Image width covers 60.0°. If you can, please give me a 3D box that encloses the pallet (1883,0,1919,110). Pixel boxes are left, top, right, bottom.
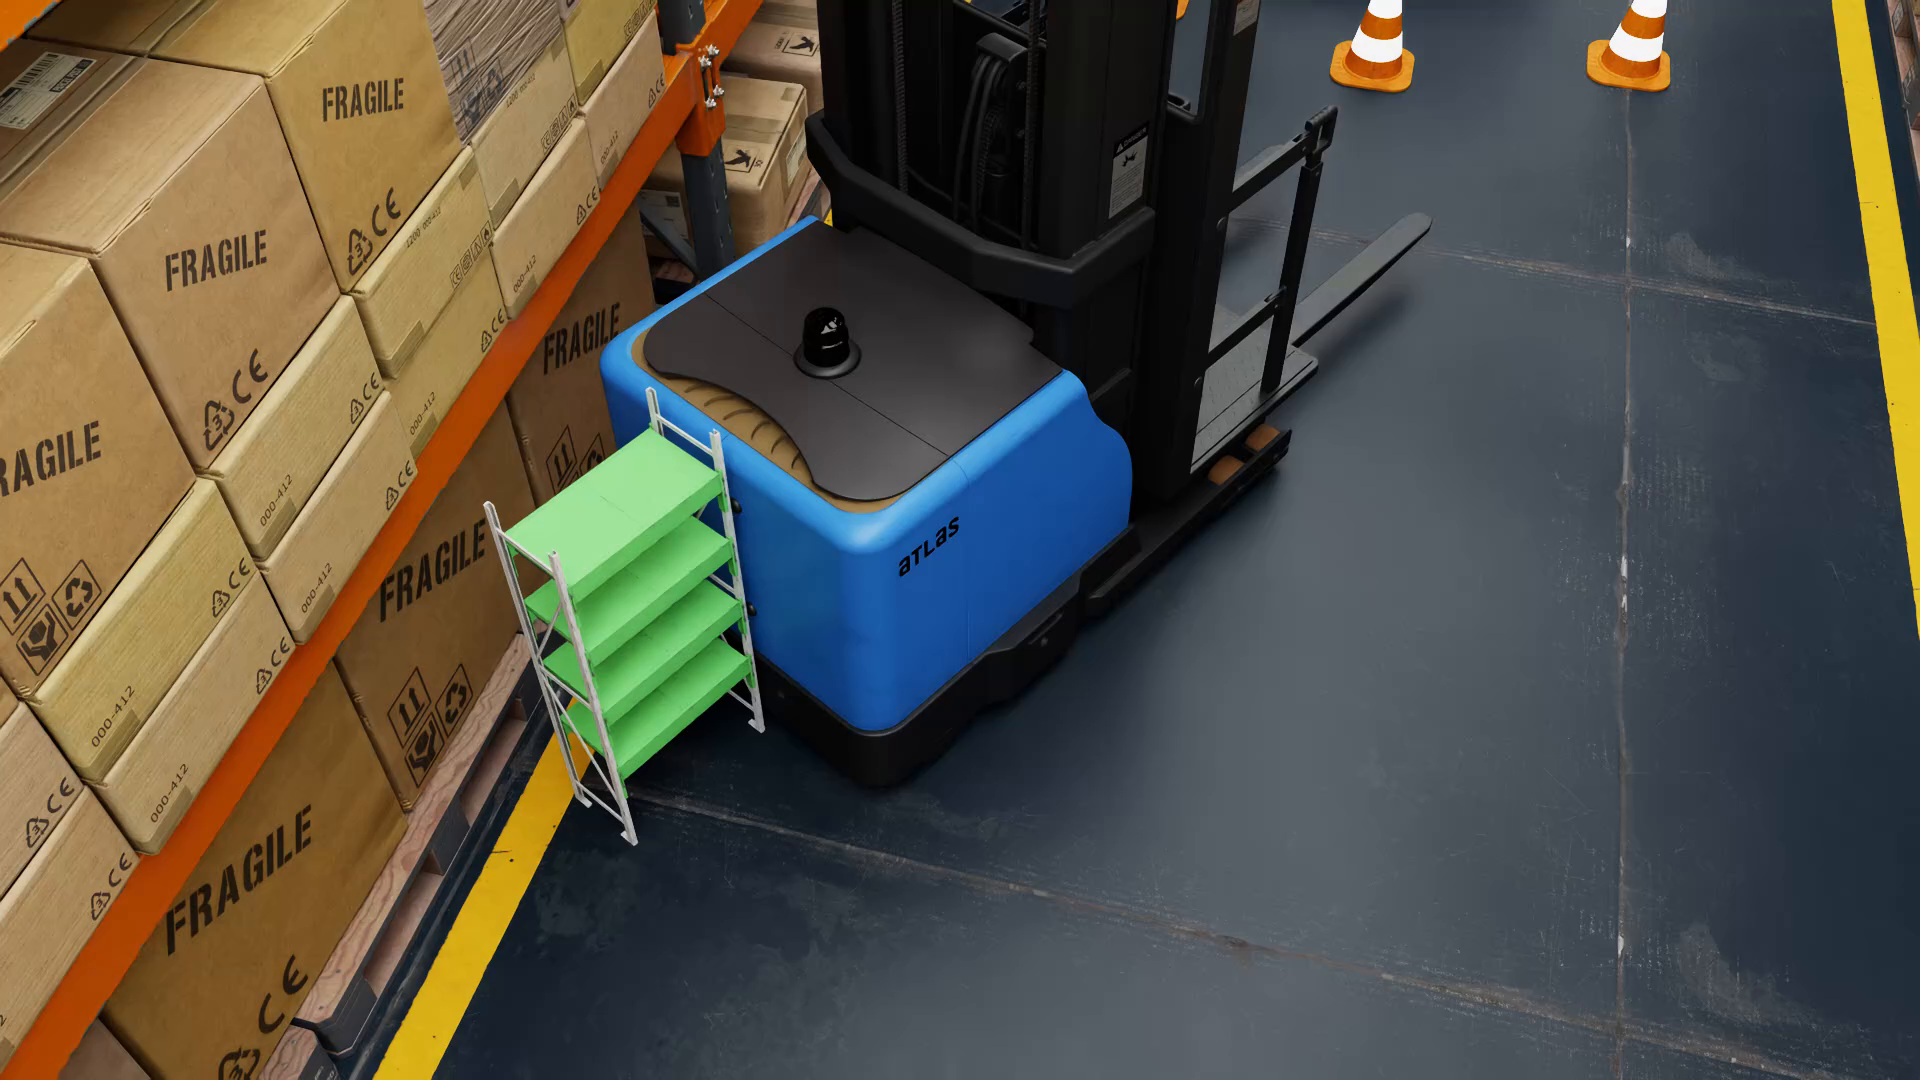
[{"bbox_3d":[4.494,-2.163,7.018,1.003,0.211,1.213,12,50,10],"label":"pallet"}]

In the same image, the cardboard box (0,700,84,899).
[{"bbox_3d":[-1.785,0.463,2.607,0.500,0.250,0.500,12,50,11],"label":"cardboard box"}]

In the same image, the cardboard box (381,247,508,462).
[{"bbox_3d":[-1.380,-0.469,3.763,0.500,0.250,0.500,11,50,10],"label":"cardboard box"}]

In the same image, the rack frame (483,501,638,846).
[{"bbox_3d":[-0.971,0.372,4.121,0.240,1.200,0.015,33,56,25],"label":"rack frame"}]

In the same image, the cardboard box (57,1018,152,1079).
[{"bbox_3d":[-2.197,1.324,3.218,0.875,0.875,0.875,13,50,11],"label":"cardboard box"}]

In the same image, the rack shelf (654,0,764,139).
[{"bbox_3d":[-0.704,-2.878,6.269,1.077,0.370,4.000,12,50,10],"label":"rack shelf"}]

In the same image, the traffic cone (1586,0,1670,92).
[{"bbox_3d":[2.815,-2.147,6.837,0.336,0.463,0.334,12,50,10],"label":"traffic cone"}]

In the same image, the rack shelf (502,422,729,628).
[{"bbox_3d":[-0.813,-0.042,3.932,0.258,0.148,0.480,33,56,25],"label":"rack shelf"}]

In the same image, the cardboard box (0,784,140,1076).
[{"bbox_3d":[-1.778,0.633,2.791,0.500,0.250,0.500,10,49,9],"label":"cardboard box"}]

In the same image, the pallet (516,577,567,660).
[{"bbox_3d":[-1.510,-0.191,5.278,1.003,0.211,1.213,12,50,10],"label":"pallet"}]

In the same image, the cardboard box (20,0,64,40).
[{"bbox_3d":[-1.868,-0.993,3.392,0.500,0.500,0.500,13,50,11],"label":"cardboard box"}]

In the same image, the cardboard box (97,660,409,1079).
[{"bbox_3d":[-1.967,0.669,3.796,0.875,0.875,0.875,13,50,11],"label":"cardboard box"}]

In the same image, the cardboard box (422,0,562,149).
[{"bbox_3d":[-1.241,-1.235,3.606,0.500,0.500,0.500,12,50,11],"label":"cardboard box"}]

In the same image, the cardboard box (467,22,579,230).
[{"bbox_3d":[-1.244,-1.013,3.910,0.500,0.250,0.500,10,49,9],"label":"cardboard box"}]

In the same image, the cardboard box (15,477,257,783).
[{"bbox_3d":[-1.626,0.103,2.925,0.500,0.250,0.500,12,50,11],"label":"cardboard box"}]

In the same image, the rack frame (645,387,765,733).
[{"bbox_3d":[-0.655,0.094,4.367,0.240,1.200,0.015,33,56,25],"label":"rack frame"}]

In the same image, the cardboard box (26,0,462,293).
[{"bbox_3d":[-1.378,-0.877,3.290,0.500,0.500,0.500,12,50,10],"label":"cardboard box"}]

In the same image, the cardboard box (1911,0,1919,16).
[{"bbox_3d":[4.548,-2.587,6.753,1.050,0.750,0.750,11,50,10],"label":"cardboard box"}]

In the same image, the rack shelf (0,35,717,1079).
[{"bbox_3d":[-1.757,0.015,3.716,1.077,0.370,4.000,12,50,10],"label":"rack shelf"}]

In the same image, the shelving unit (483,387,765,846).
[{"bbox_3d":[-0.813,0.233,4.244,0.258,1.200,0.503,33,56,25],"label":"shelving unit"}]

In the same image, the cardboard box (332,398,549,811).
[{"bbox_3d":[-1.731,0.022,4.367,0.875,0.875,0.875,12,50,10],"label":"cardboard box"}]

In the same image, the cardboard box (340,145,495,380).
[{"bbox_3d":[-1.359,-0.639,3.580,0.500,0.250,0.500,10,49,9],"label":"cardboard box"}]

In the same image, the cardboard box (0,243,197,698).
[{"bbox_3d":[-1.648,-0.137,2.637,0.500,0.500,0.500,10,49,9],"label":"cardboard box"}]

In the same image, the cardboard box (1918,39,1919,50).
[{"bbox_3d":[4.291,-1.890,6.138,1.050,0.750,0.750,12,50,10],"label":"cardboard box"}]

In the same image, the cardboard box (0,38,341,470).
[{"bbox_3d":[-1.518,-0.512,2.968,0.500,0.500,0.500,11,49,9],"label":"cardboard box"}]

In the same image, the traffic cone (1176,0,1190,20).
[{"bbox_3d":[0.847,-2.550,7.192,0.336,0.463,0.334,12,50,10],"label":"traffic cone"}]

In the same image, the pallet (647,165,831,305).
[{"bbox_3d":[-1.023,-1.312,6.267,1.003,0.211,1.213,12,50,10],"label":"pallet"}]

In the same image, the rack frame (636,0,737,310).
[{"bbox_3d":[-1.230,-1.669,4.723,1.000,3.000,0.127,12,50,10],"label":"rack frame"}]

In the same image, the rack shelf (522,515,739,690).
[{"bbox_3d":[-0.813,0.116,4.112,0.258,0.148,0.480,33,56,25],"label":"rack shelf"}]

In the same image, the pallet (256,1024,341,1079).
[{"bbox_3d":[-2.153,1.574,3.720,1.003,0.211,1.213,12,50,10],"label":"pallet"}]

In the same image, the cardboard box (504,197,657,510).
[{"bbox_3d":[-1.492,-0.622,4.935,0.875,0.875,0.875,11,50,10],"label":"cardboard box"}]

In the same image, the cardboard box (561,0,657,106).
[{"bbox_3d":[-1.112,-1.385,4.238,0.500,0.250,0.500,11,50,10],"label":"cardboard box"}]

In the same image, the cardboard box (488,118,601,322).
[{"bbox_3d":[-1.232,-0.830,4.082,0.500,0.250,0.500,12,50,11],"label":"cardboard box"}]

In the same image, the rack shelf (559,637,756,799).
[{"bbox_3d":[-0.813,0.434,4.472,0.258,0.148,0.480,33,56,25],"label":"rack shelf"}]

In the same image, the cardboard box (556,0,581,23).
[{"bbox_3d":[-1.114,-1.608,3.935,0.500,0.500,0.500,10,49,9],"label":"cardboard box"}]

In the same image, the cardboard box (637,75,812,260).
[{"bbox_3d":[-1.072,-1.345,5.909,0.950,0.372,0.625,9,49,7],"label":"cardboard box"}]

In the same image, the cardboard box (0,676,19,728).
[{"bbox_3d":[-1.783,0.225,2.317,0.500,0.500,0.500,11,50,10],"label":"cardboard box"}]

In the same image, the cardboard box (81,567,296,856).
[{"bbox_3d":[-1.627,0.265,3.115,0.500,0.250,0.500,11,50,10],"label":"cardboard box"}]

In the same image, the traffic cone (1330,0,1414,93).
[{"bbox_3d":[1.735,-2.143,6.833,0.336,0.463,0.334,12,50,10],"label":"traffic cone"}]

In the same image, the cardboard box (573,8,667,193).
[{"bbox_3d":[-1.113,-1.203,4.411,0.500,0.250,0.500,10,49,9],"label":"cardboard box"}]

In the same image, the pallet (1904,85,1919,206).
[{"bbox_3d":[4.175,-1.278,6.237,1.003,0.211,1.213,12,50,10],"label":"pallet"}]

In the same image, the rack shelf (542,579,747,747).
[{"bbox_3d":[-0.813,0.275,4.292,0.258,0.148,0.480,33,56,25],"label":"rack shelf"}]

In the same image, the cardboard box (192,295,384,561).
[{"bbox_3d":[-1.495,-0.263,3.248,0.500,0.250,0.500,10,49,9],"label":"cardboard box"}]

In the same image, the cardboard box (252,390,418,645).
[{"bbox_3d":[-1.487,-0.095,3.433,0.500,0.250,0.500,11,49,9],"label":"cardboard box"}]

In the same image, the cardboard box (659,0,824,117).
[{"bbox_3d":[-0.885,-1.881,6.382,0.950,0.372,0.625,11,49,9],"label":"cardboard box"}]

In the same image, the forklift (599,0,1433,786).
[{"bbox_3d":[0.425,-1.313,4.454,1.130,2.935,3.031,35,57,27],"label":"forklift"}]

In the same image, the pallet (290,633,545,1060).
[{"bbox_3d":[-1.833,0.688,4.502,1.003,0.211,1.213,12,50,10],"label":"pallet"}]
